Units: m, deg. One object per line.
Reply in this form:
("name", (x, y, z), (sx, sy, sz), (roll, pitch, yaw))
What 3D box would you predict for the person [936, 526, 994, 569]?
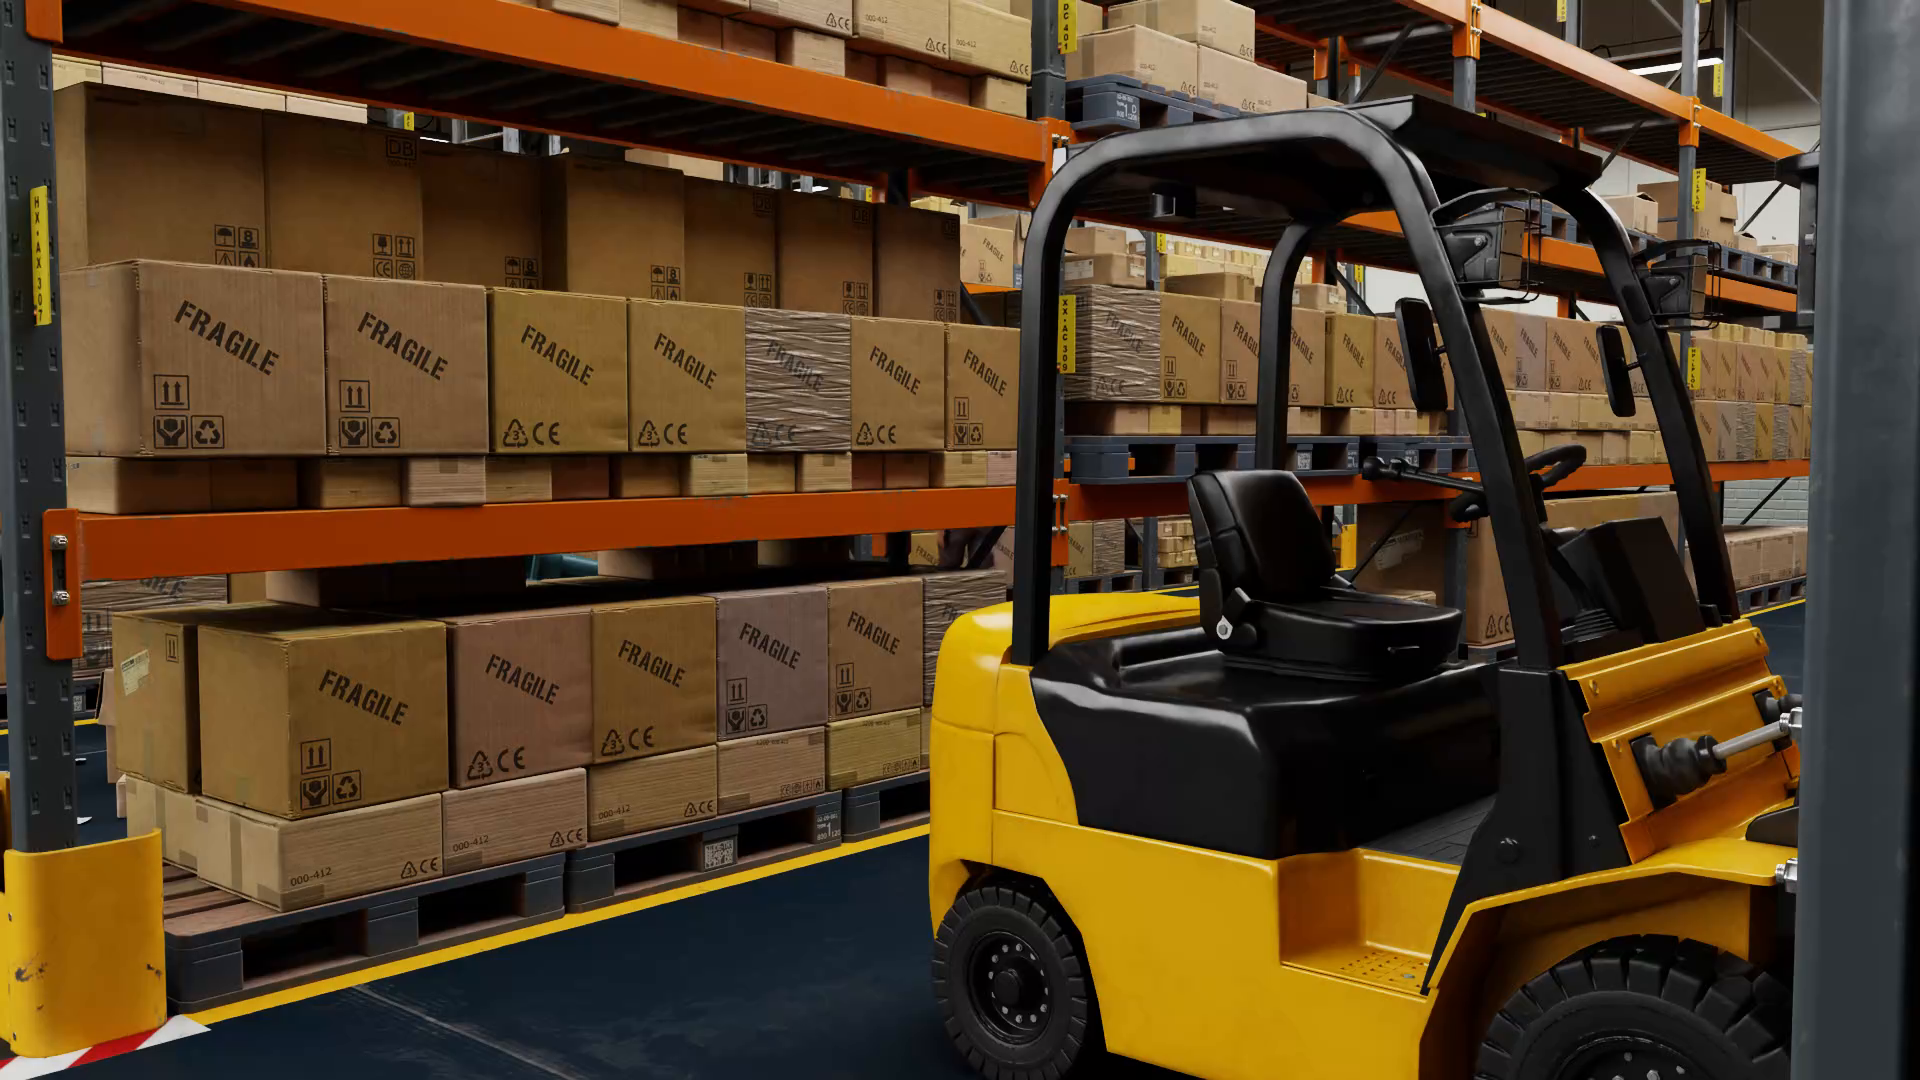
("person", (0.034, -0.102, 11.998), (0.561, 1.724, 0.666), (-2, 4, -34))
